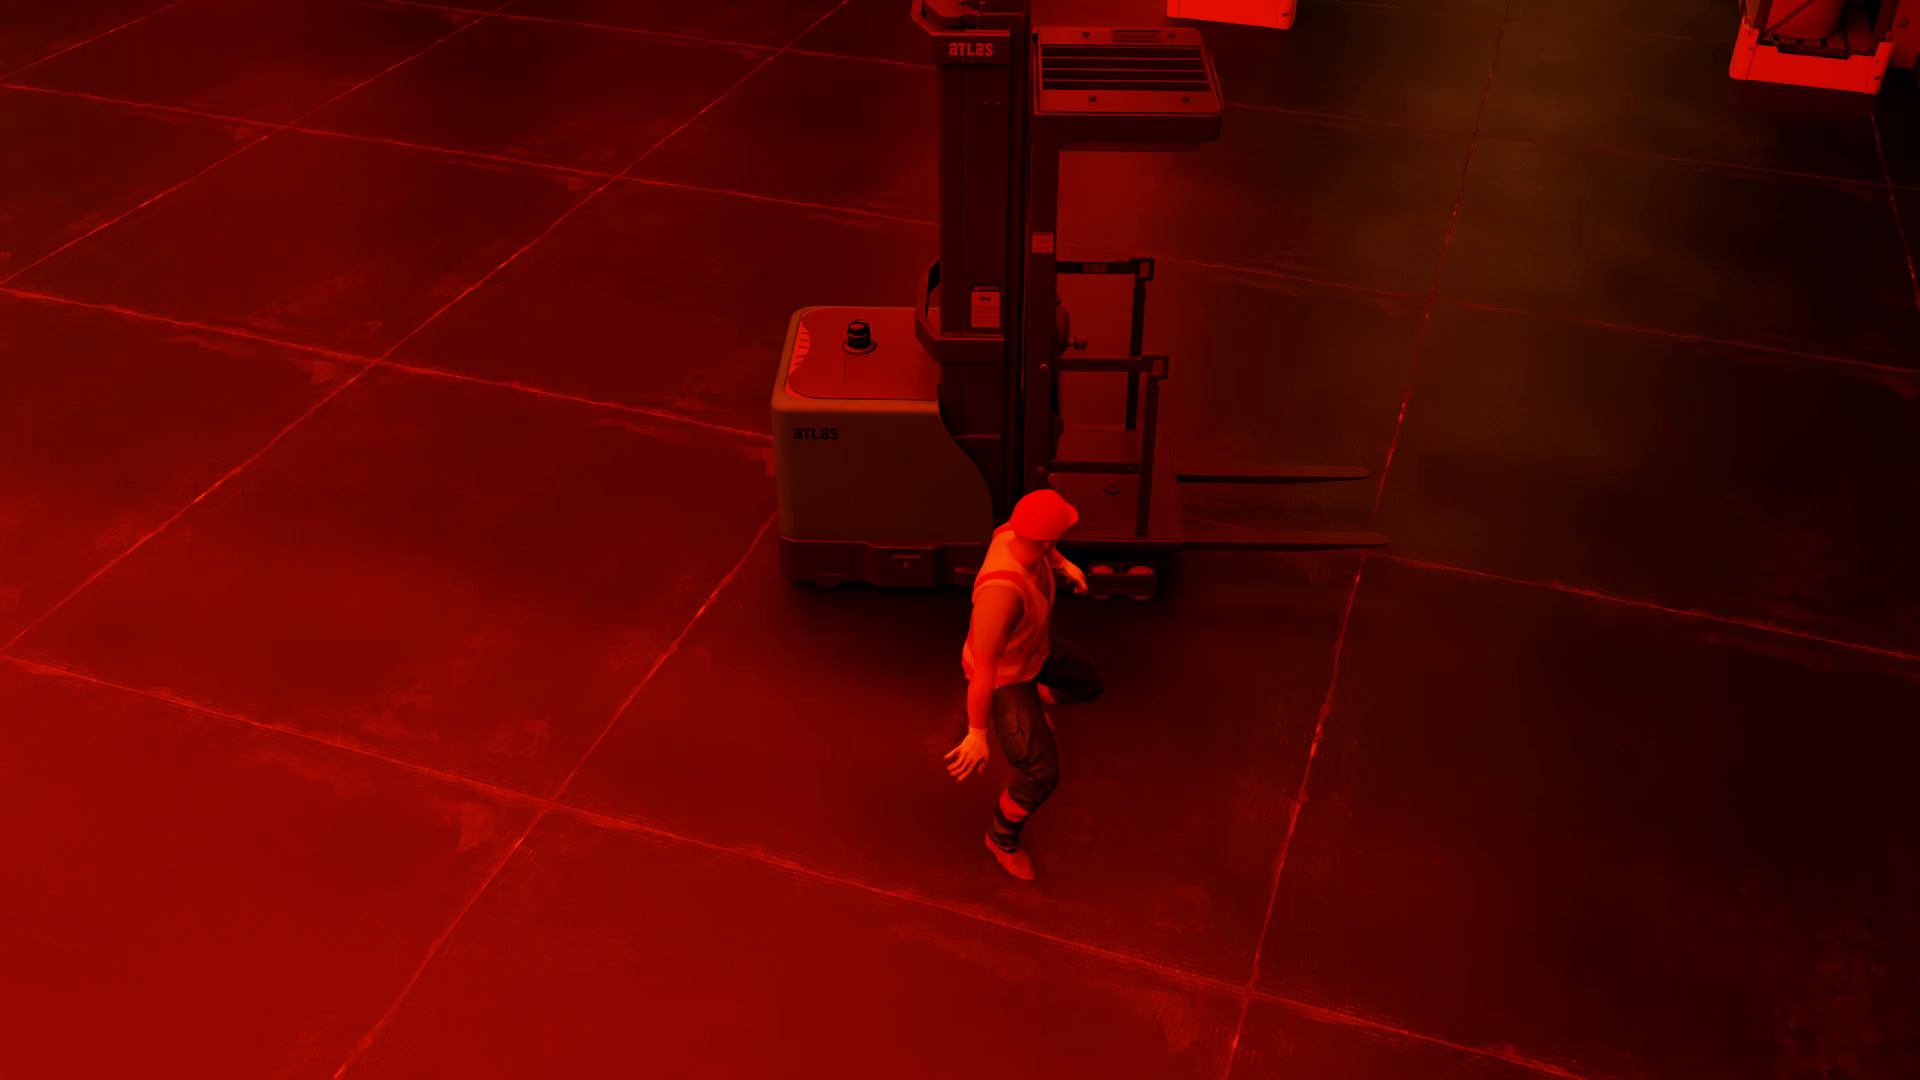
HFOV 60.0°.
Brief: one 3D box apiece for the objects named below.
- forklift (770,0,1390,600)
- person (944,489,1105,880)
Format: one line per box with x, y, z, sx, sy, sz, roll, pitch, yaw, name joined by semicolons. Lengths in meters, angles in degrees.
0.628;-1.215;7.825;3.031;2.935;1.130;1;35;1;forklift
0.239;0.508;6.563;0.505;1.654;1.158;14;38;19;person
